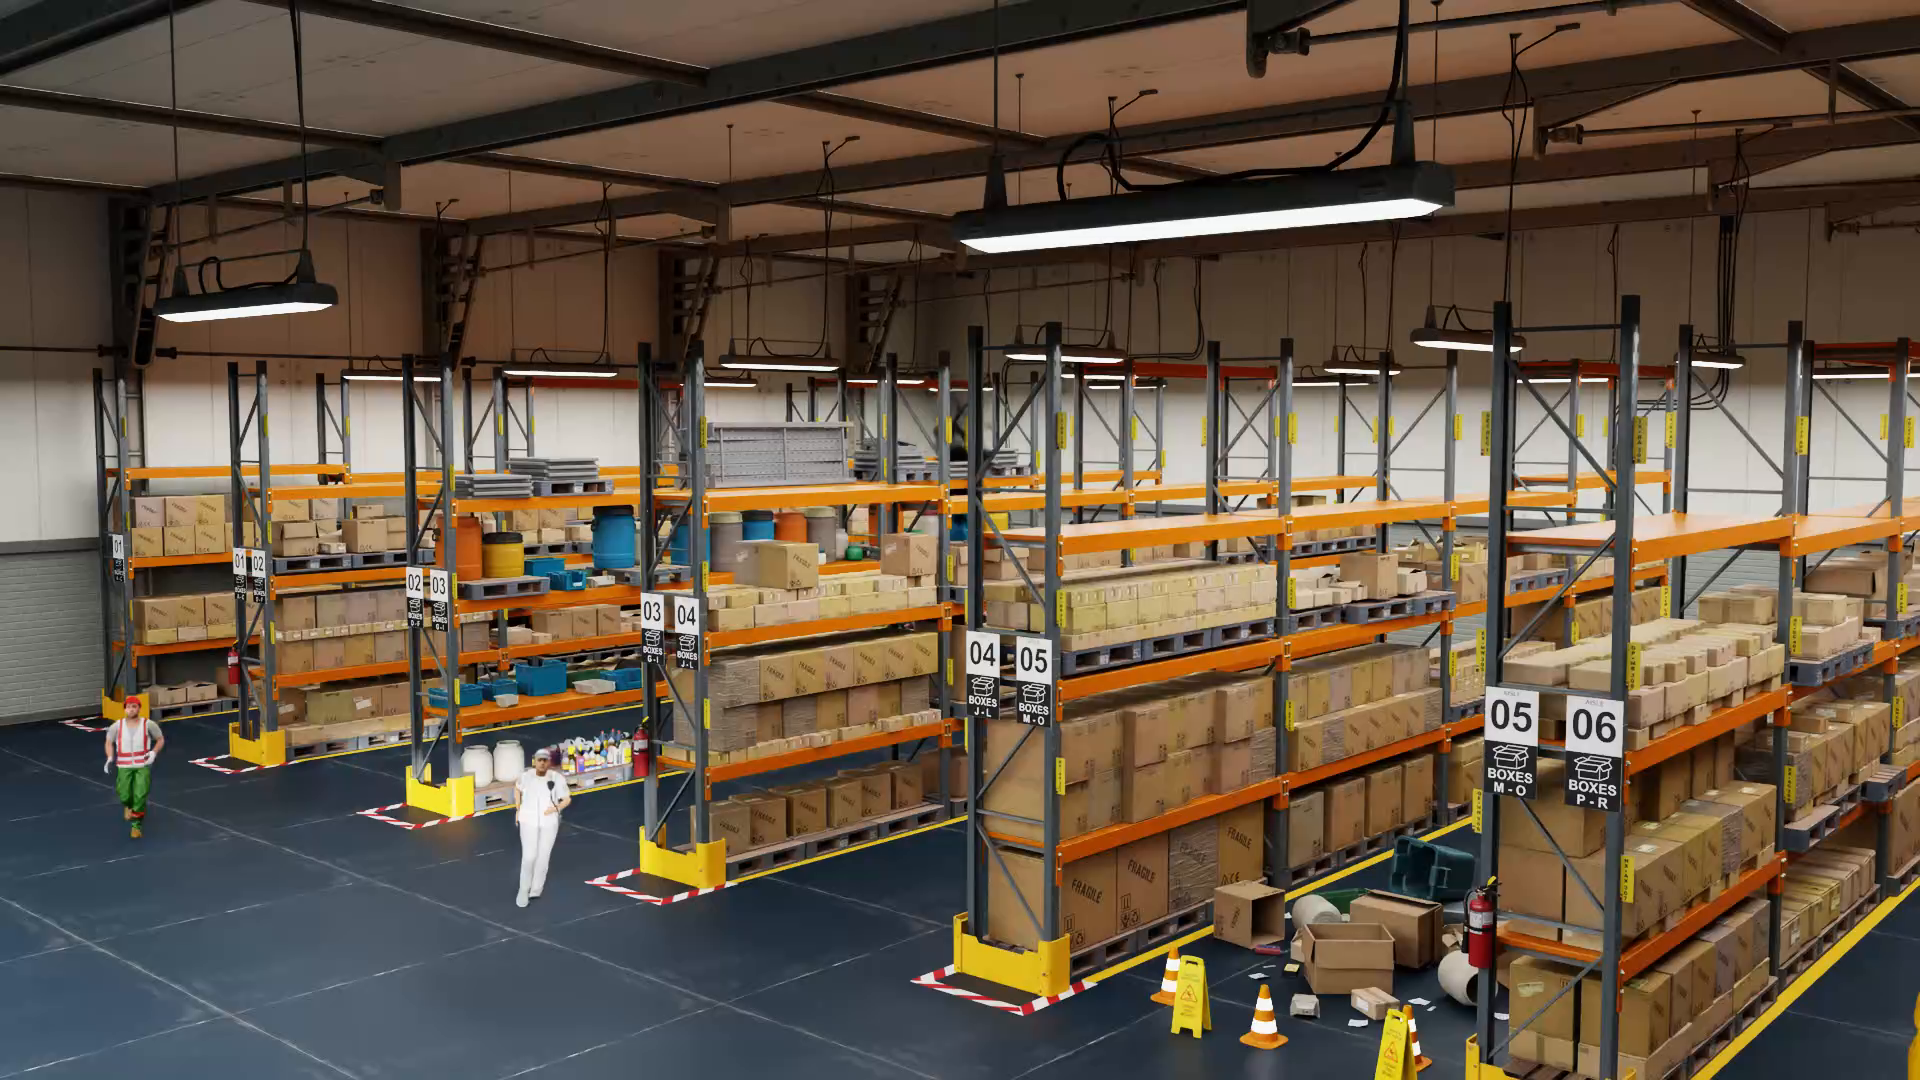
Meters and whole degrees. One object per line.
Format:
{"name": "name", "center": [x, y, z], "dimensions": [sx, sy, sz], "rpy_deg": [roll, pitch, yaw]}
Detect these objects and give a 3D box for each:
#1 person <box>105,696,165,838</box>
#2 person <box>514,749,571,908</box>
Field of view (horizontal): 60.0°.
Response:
{"name": "person", "center": [-10.209, 2.791, 20.588], "dimensions": [0.673, 1.732, 0.581], "rpy_deg": [-2, 5, -21]}
{"name": "person", "center": [-4.444, 3.032, 17.706], "dimensions": [0.591, 1.642, 0.652], "rpy_deg": [-1, 4, -13]}
